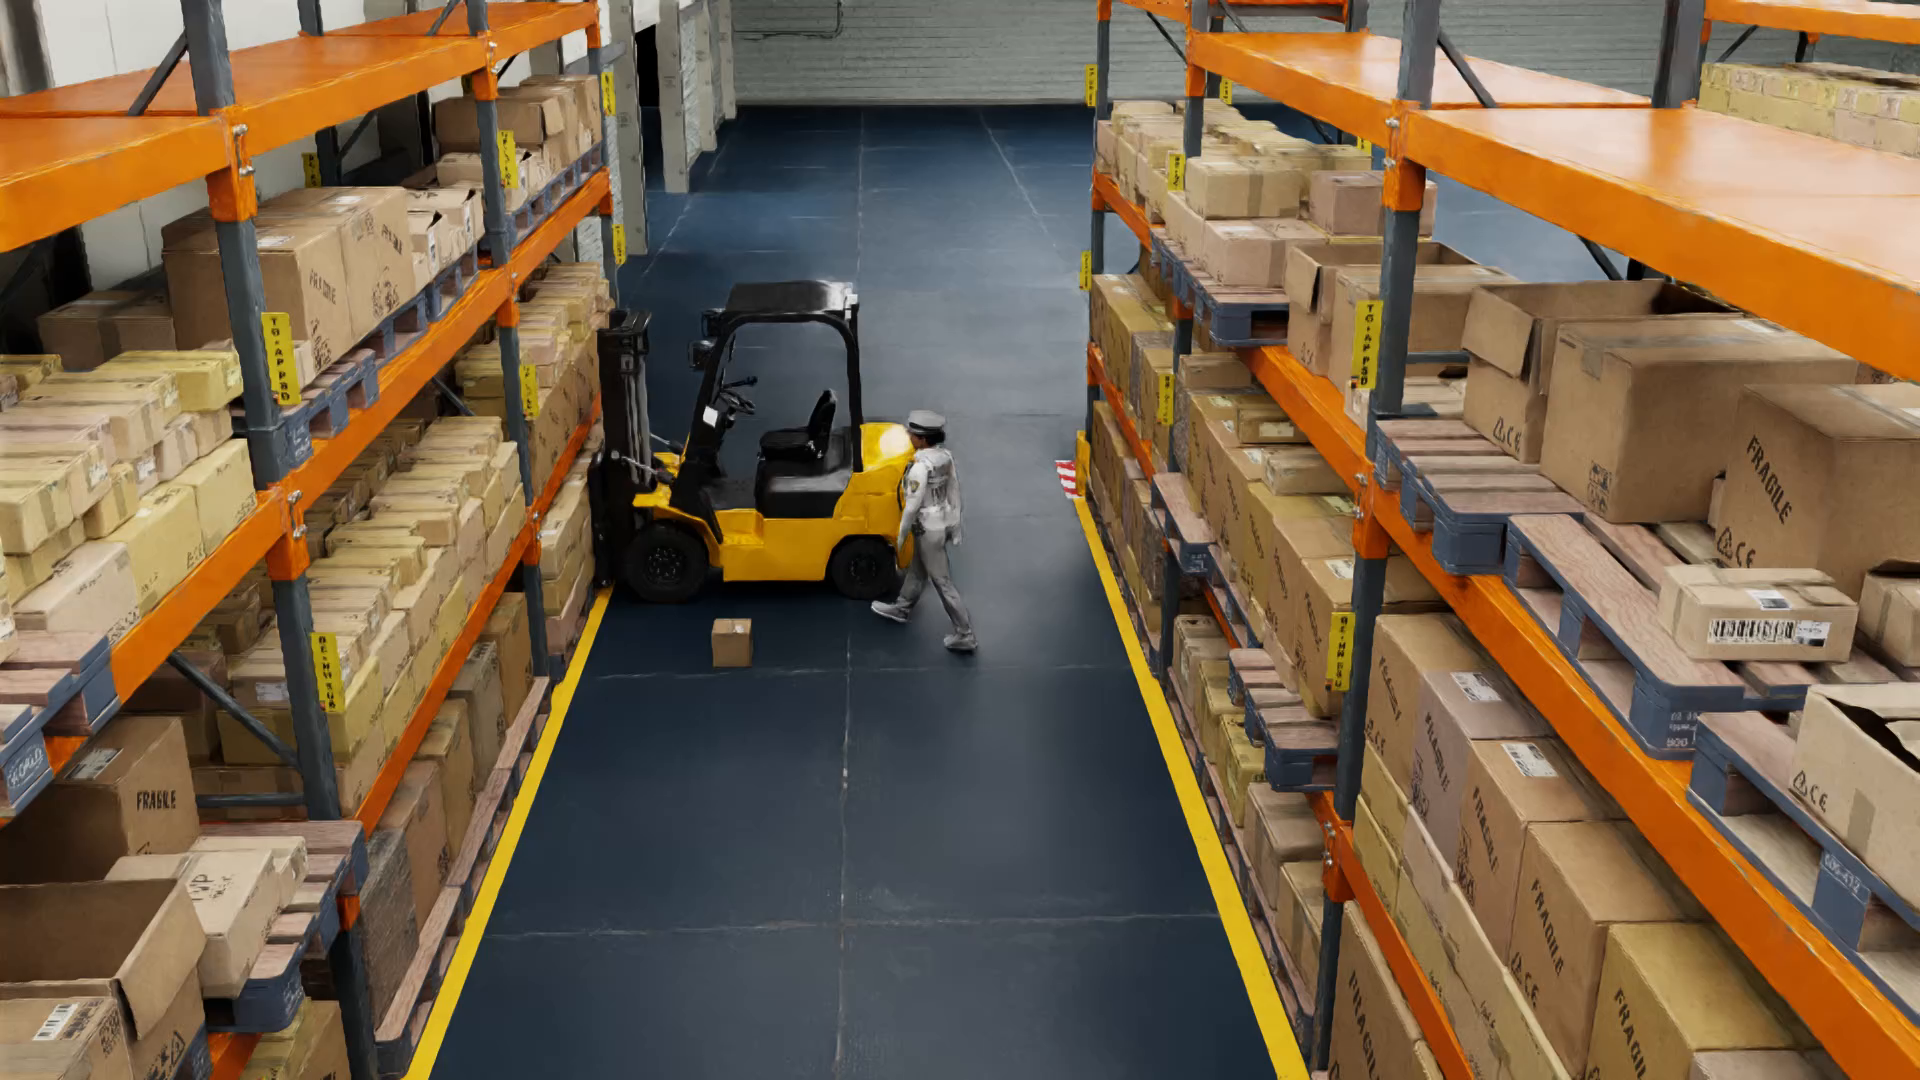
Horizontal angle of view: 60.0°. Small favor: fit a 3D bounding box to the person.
[{"bbox_3d":[-0.279,-0.085,11.305,0.904,1.637,0.519,7,22,19],"label":"person"}]
